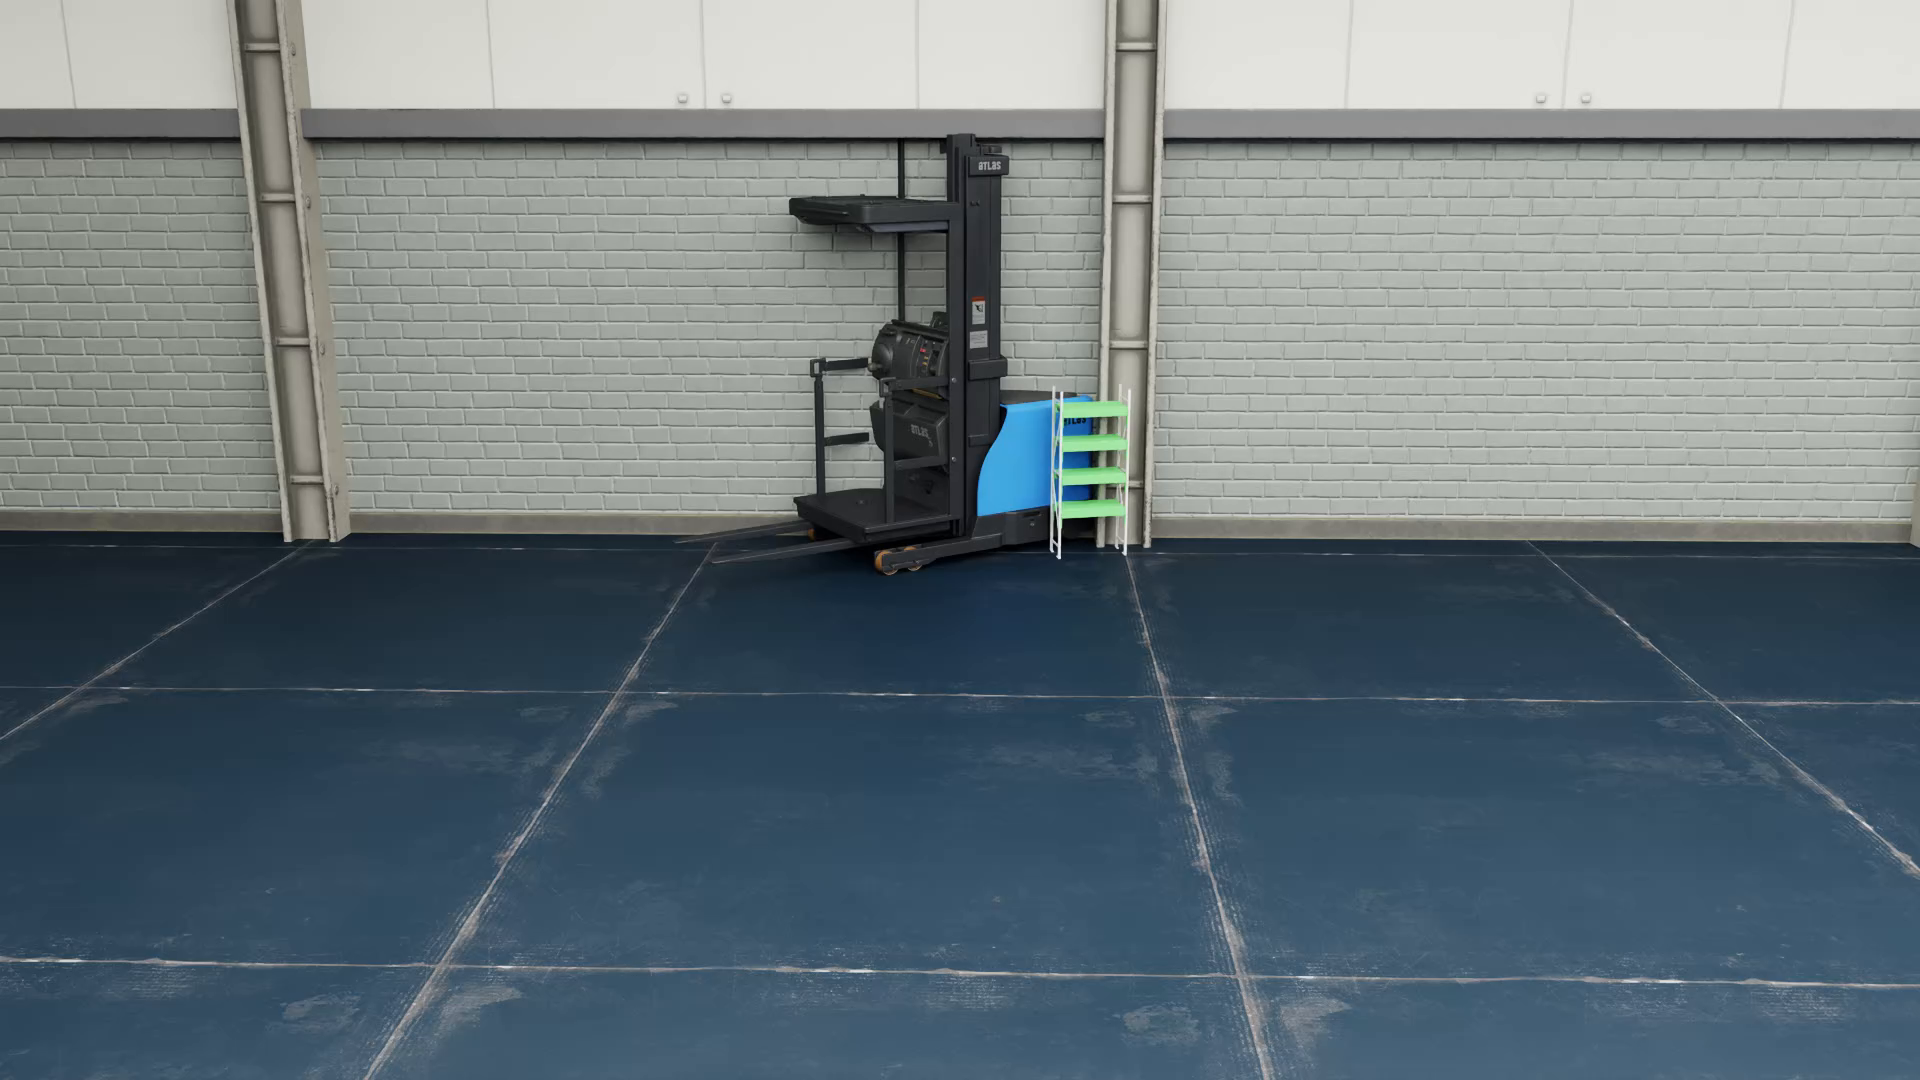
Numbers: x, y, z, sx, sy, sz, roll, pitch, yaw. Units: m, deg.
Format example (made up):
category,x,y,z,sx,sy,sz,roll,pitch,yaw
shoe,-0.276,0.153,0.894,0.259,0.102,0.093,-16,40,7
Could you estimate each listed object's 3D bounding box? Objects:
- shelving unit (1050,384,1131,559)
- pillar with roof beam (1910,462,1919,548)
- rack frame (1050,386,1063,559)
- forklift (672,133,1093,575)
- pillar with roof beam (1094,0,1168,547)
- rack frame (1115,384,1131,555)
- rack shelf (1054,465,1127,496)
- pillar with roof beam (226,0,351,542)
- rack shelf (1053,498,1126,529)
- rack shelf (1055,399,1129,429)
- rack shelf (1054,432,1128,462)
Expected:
category,x,y,z,sx,sy,sz,roll,pitch,yaw
shelving unit,0.923,-0.488,11.837,0.503,1.200,0.258,-3,15,-11
pillar with roof beam,7.087,-3.201,6.833,0.400,9.000,9.100,0,15,1
rack frame,0.684,-0.476,11.791,0.015,1.200,0.240,-3,15,-11
forklift,-0.529,-1.331,11.638,3.031,2.935,1.130,-9,17,-31
pillar with roof beam,1.089,-3.240,6.981,0.400,9.000,9.100,0,15,1
rack frame,1.162,-0.500,11.882,0.015,1.200,0.240,-3,15,-11
rack shelf,0.923,-0.426,11.853,0.480,0.148,0.258,-3,15,-11
pillar with roof beam,-4.909,-3.279,7.129,0.400,9.000,9.100,0,15,1
rack shelf,0.923,-0.194,11.914,0.480,0.148,0.258,-3,15,-11
rack shelf,0.923,-0.890,11.730,0.480,0.148,0.258,-3,15,-11
rack shelf,0.923,-0.658,11.792,0.480,0.148,0.258,-3,15,-11
